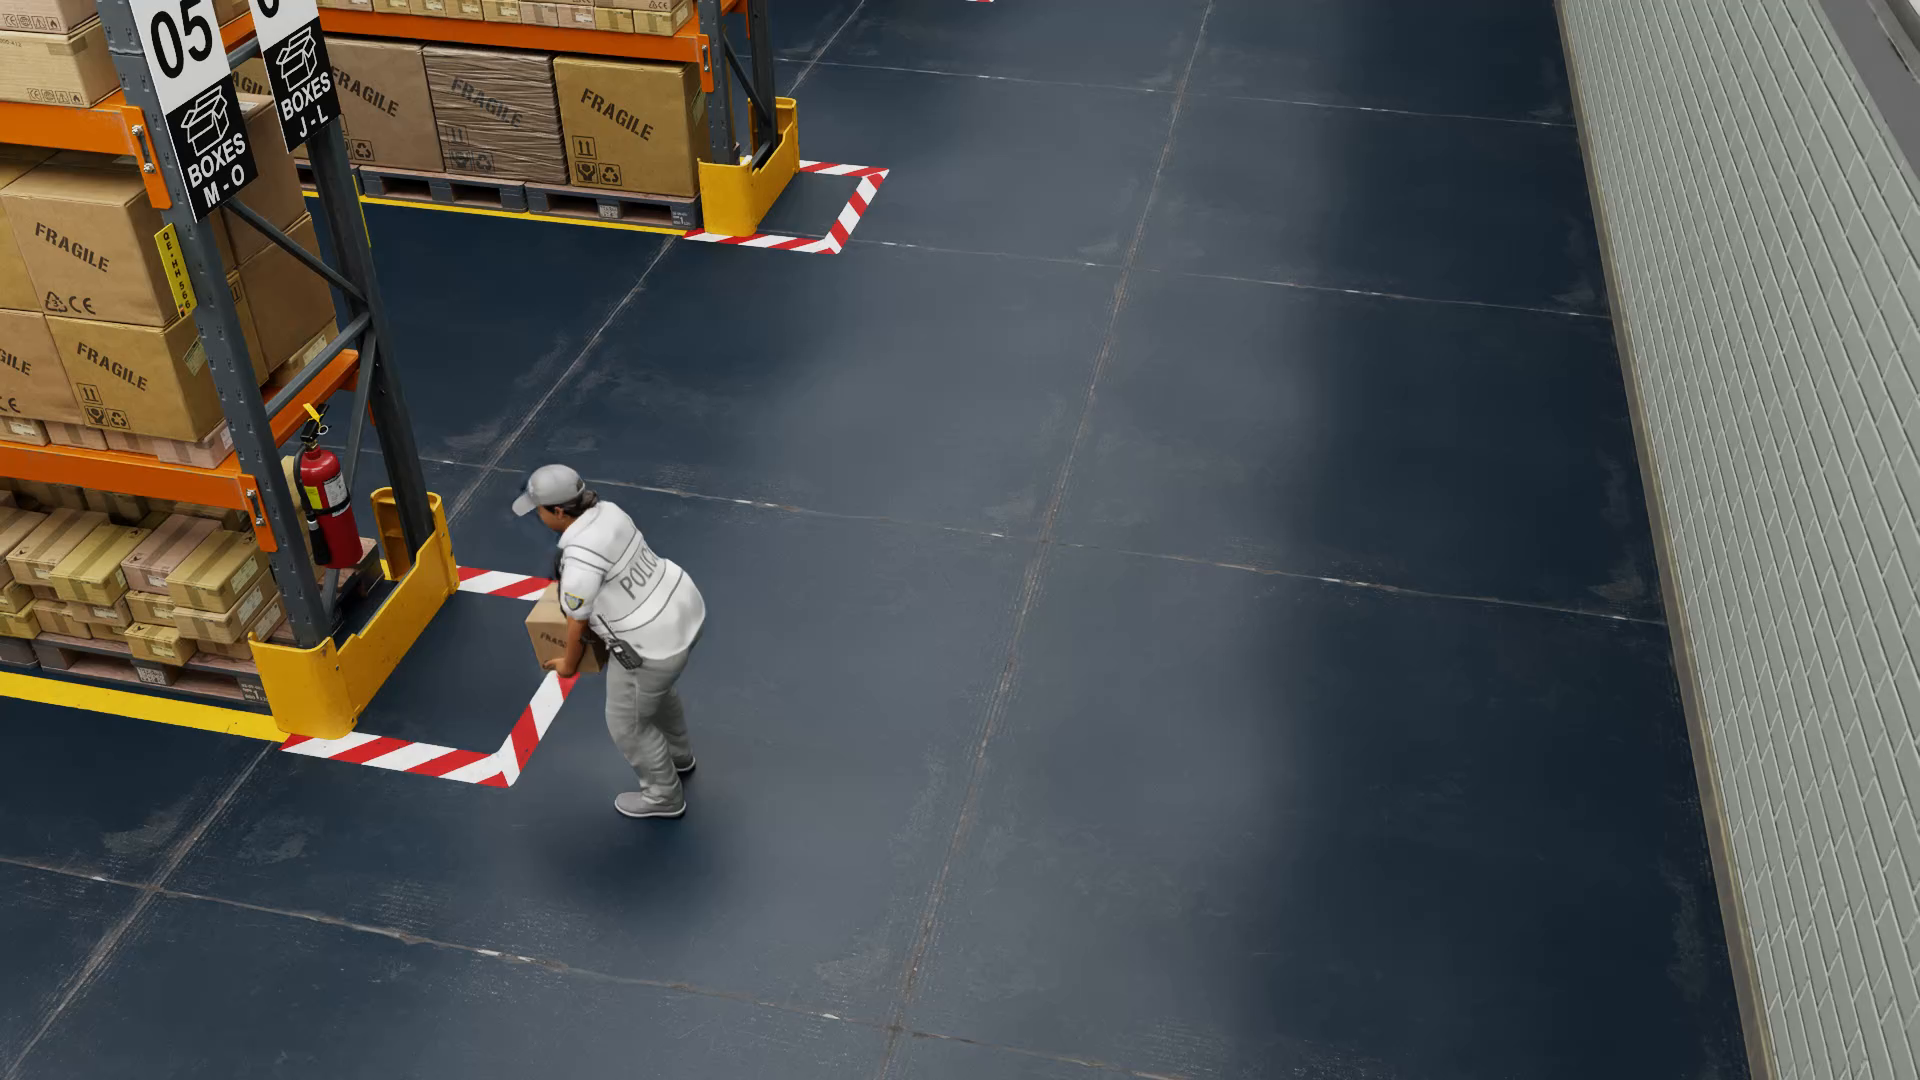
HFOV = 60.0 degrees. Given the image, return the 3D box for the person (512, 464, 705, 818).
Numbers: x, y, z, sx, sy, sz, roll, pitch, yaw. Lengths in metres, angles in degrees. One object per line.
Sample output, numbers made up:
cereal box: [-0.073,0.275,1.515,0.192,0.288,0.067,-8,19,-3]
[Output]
person: [-1.338,0.389,6.509,0.633,1.594,0.452,7,37,9]
